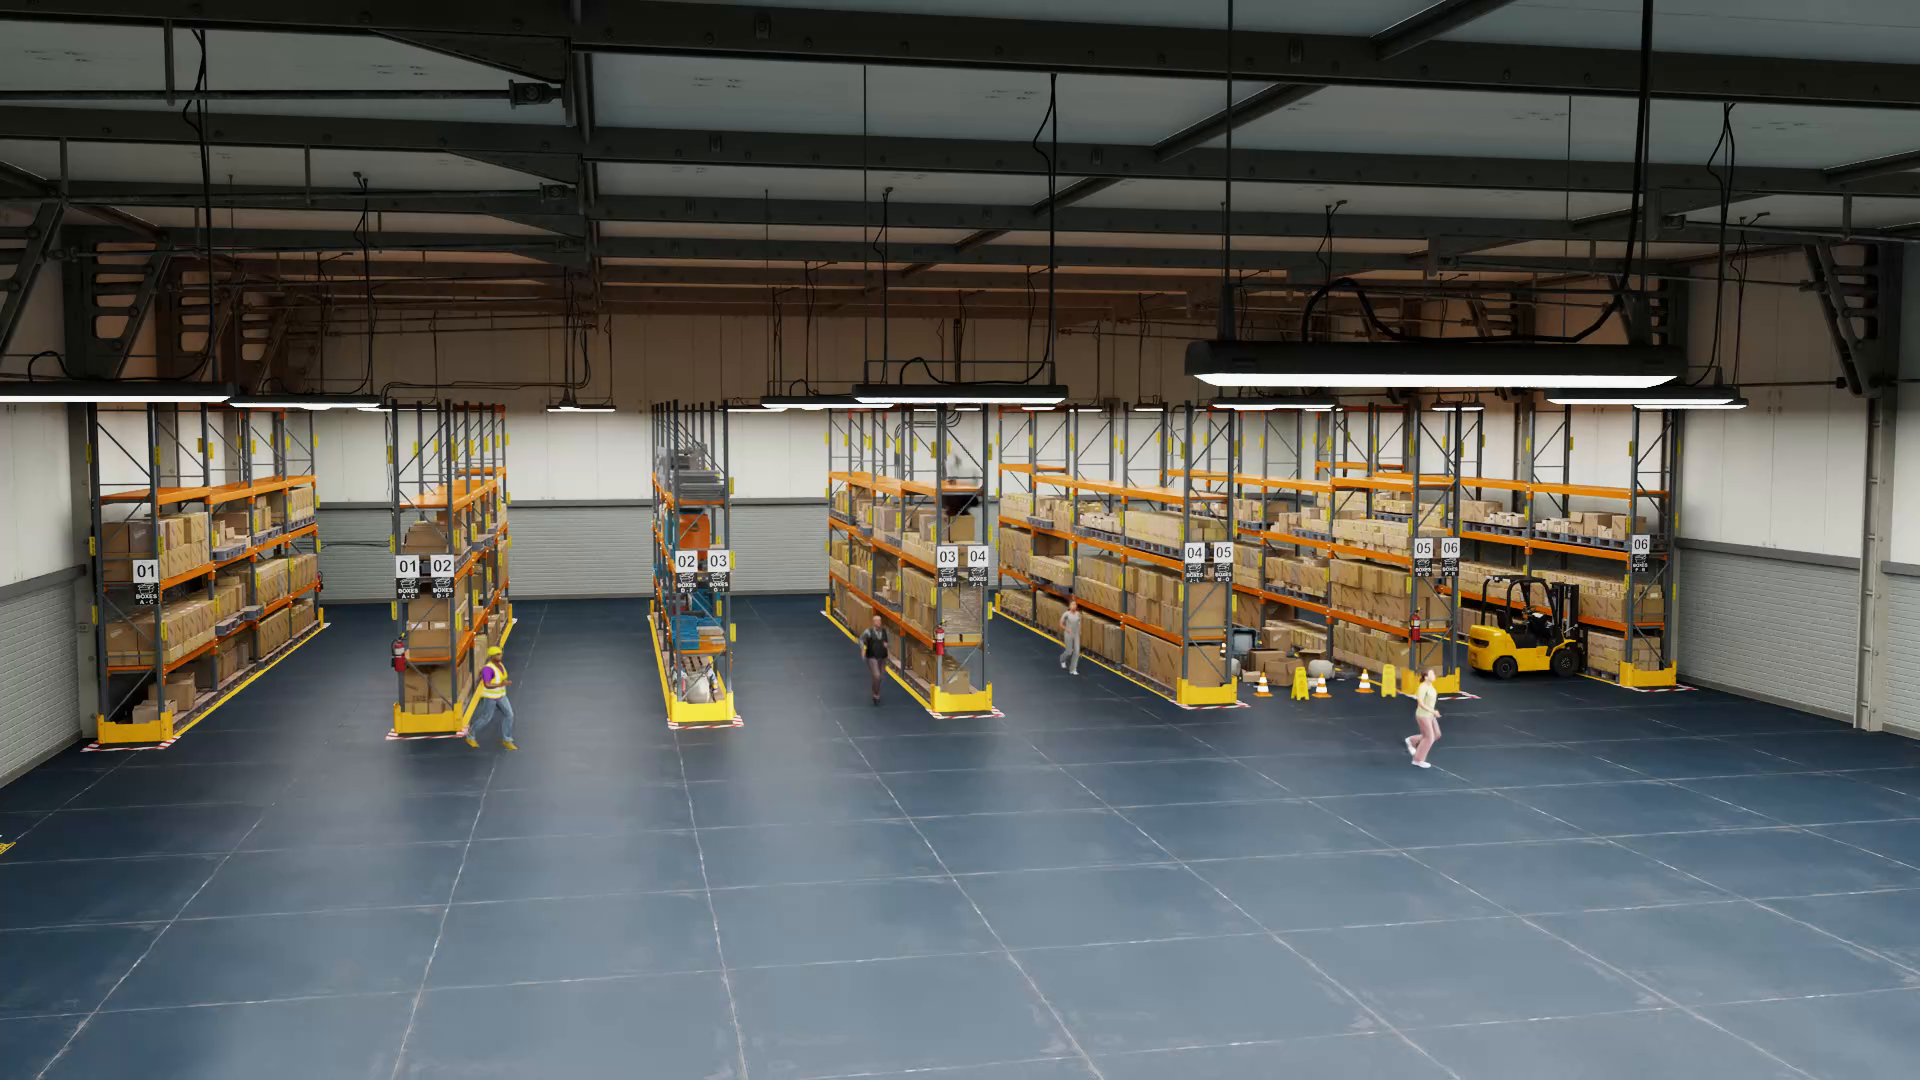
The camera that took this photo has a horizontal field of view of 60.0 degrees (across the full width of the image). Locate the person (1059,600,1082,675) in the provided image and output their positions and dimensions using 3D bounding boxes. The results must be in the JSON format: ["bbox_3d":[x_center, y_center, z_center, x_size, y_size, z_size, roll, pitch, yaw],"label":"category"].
[{"bbox_3d":[2.455,2.117,36.741,0.563,1.617,0.752,-2,5,-23],"label":"person"}]

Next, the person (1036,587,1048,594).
[{"bbox_3d":[2.402,1.112,49.794,0.788,1.730,0.565,-4,6,-40],"label":"person"}]

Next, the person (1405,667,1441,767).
[{"bbox_3d":[7.589,2.877,27.086,0.554,1.631,0.597,3,5,31],"label":"person"}]

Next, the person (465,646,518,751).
[{"bbox_3d":[-7.976,2.706,28.349,0.908,1.812,0.713,1,5,18],"label":"person"}]

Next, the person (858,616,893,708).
[{"bbox_3d":[-1.643,2.381,32.857,0.629,1.772,0.769,-2,5,-27],"label":"person"}]
